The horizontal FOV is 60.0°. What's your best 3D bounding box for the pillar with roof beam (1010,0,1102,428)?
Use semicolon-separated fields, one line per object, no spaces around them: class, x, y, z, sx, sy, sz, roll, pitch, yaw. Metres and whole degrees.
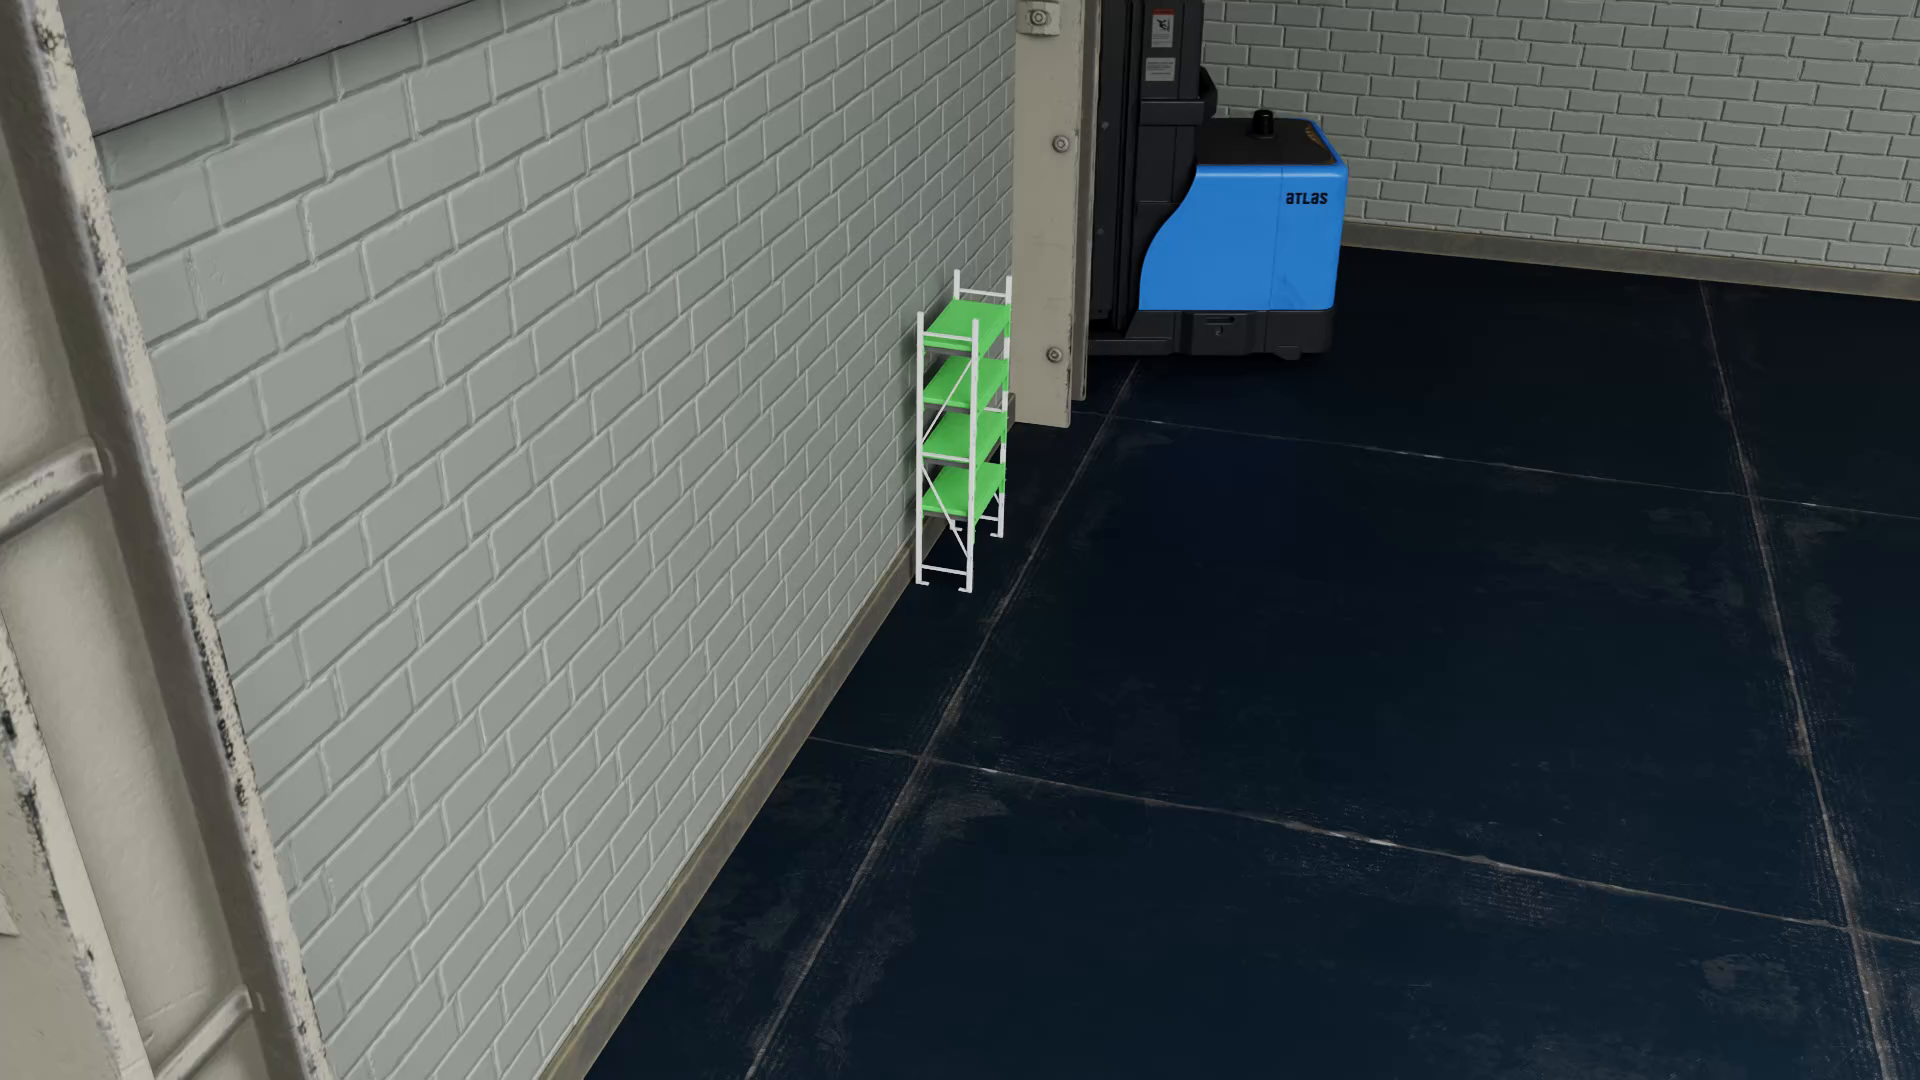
pillar with roof beam;4.560;-3.988;5.162;9.100;9.000;0.400;8;30;15

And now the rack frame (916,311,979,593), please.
rack frame;-0.057;-0.327;6.599;0.240;1.200;0.015;9;30;14

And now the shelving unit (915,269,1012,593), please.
shelving unit;0.013;-0.441;6.803;0.258;1.200;0.503;9;30;14

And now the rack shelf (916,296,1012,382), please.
rack shelf;0.020;-0.803;6.599;0.258;0.148;0.480;9;30;14

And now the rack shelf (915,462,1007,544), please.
rack shelf;0.007;-0.176;6.952;0.258;0.148;0.480;9;30;14

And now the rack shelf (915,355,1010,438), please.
rack shelf;0.016;-0.594;6.717;0.258;0.148;0.480;9;30;14

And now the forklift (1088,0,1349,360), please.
forklift;0.491;-2.475;8.683;3.031;2.935;1.130;0;29;0

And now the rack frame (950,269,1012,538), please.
rack frame;0.082;-0.555;7.008;0.240;1.200;0.015;9;30;14

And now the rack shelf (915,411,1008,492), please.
rack shelf;0.011;-0.385;6.835;0.258;0.148;0.480;9;30;14
